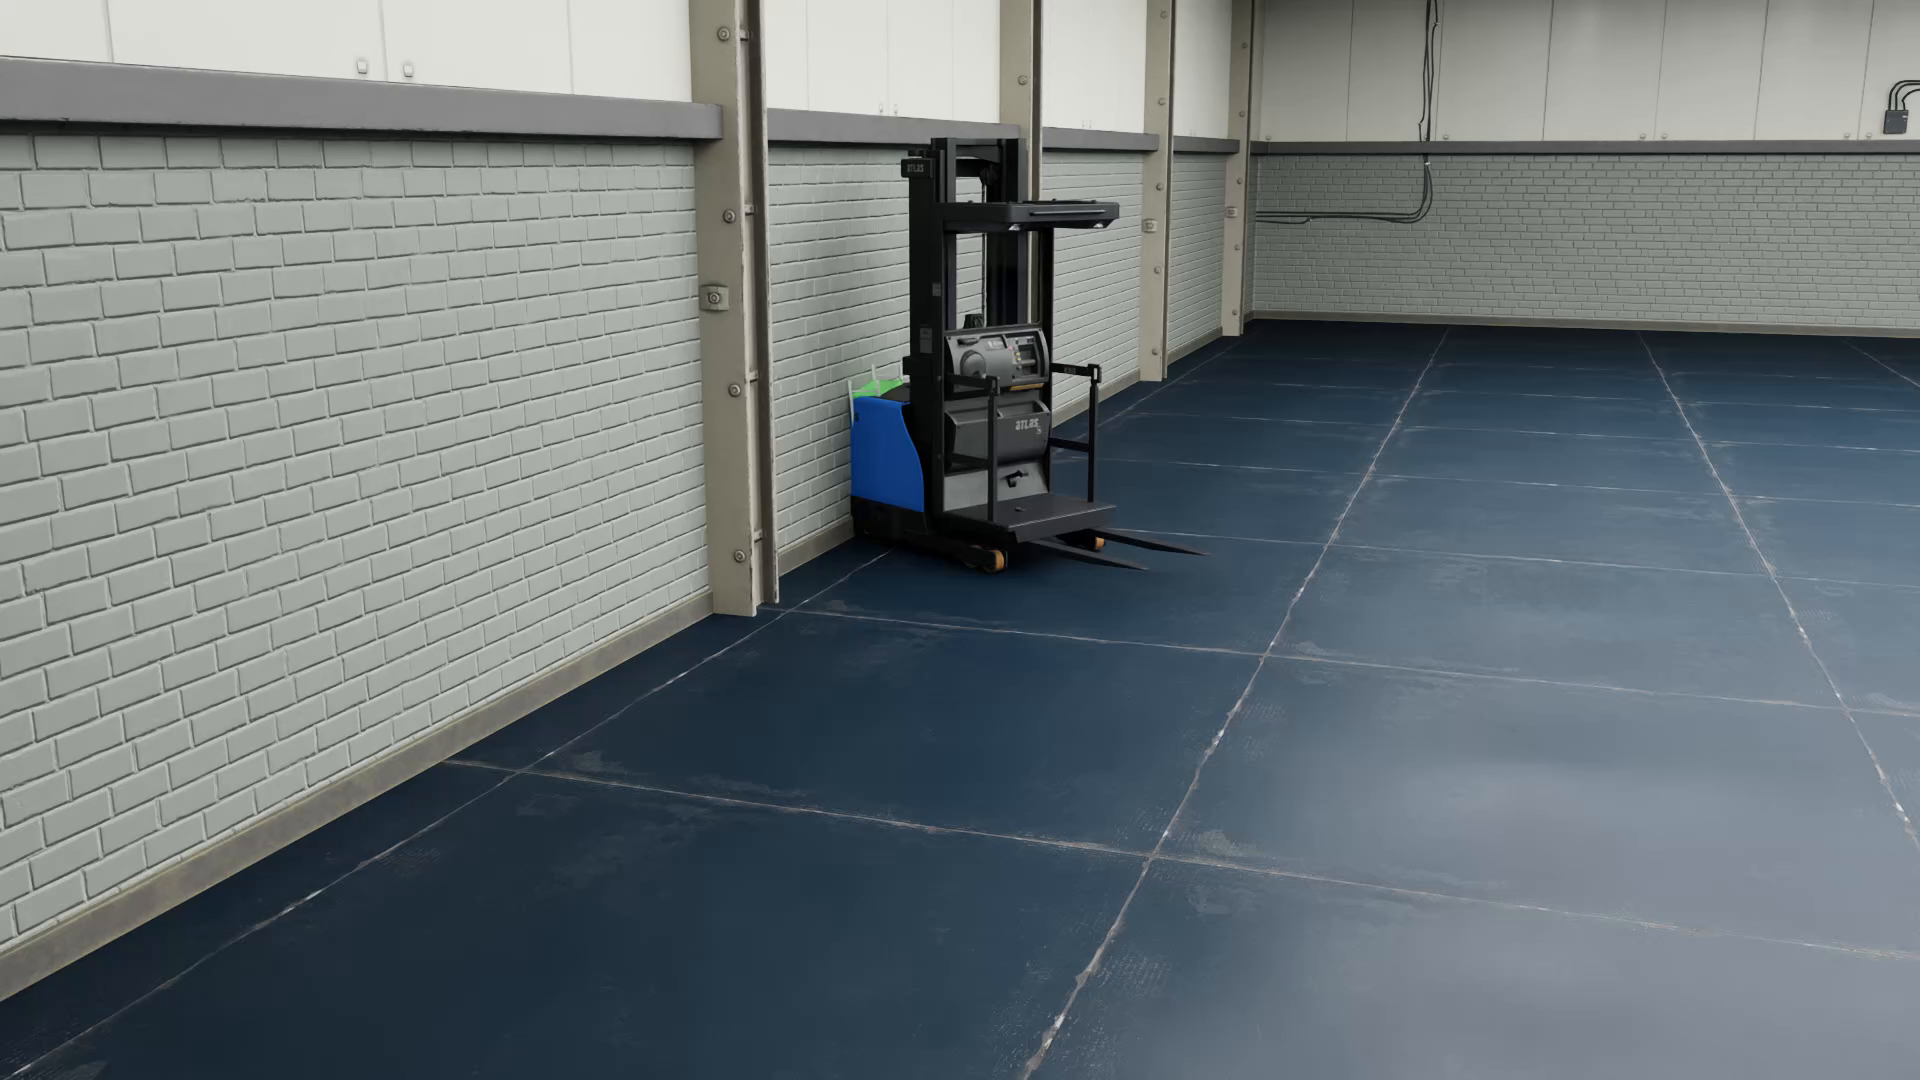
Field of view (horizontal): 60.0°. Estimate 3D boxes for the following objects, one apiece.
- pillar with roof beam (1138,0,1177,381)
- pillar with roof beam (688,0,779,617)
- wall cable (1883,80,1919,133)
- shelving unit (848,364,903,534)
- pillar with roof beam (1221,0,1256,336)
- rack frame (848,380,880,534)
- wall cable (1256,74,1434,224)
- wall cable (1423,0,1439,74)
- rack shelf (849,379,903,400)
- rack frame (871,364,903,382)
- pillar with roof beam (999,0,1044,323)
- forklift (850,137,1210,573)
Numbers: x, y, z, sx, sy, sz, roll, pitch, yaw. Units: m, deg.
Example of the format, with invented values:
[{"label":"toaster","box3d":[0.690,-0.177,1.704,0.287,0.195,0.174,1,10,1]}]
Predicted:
[{"label":"pillar with roof beam","box3d":[6.579,-6.178,19.331,9.100,9.000,0.400,4,14,18]},{"label":"pillar with roof beam","box3d":[2.697,-3.651,8.261,9.100,9.000,0.400,4,14,18]},{"label":"wall cable","box3d":[15.629,-9.247,25.137,2.305,6.003,0.169,4,14,18]},{"label":"shelving unit","box3d":[-0.593,-0.694,12.697,0.258,1.200,0.503,2,20,18]},{"label":"pillar with roof beam","box3d":[8.521,-7.441,24.866,9.100,9.000,0.400,4,14,18]},{"label":"rack frame","box3d":[-0.668,-0.614,12.479,0.240,1.200,0.015,2,20,18]},{"label":"wall cable","box3d":[6.652,-6.762,28.870,3.097,2.526,0.112,4,14,18]},{"label":"wall cable","box3d":[9.211,-9.030,27.455,3.097,2.526,0.112,4,14,18]},{"label":"rack shelf","box3d":[-0.627,-1.087,12.563,0.258,0.148,0.480,2,20,18]},{"label":"rack frame","box3d":[-0.518,-0.775,12.914,0.240,1.200,0.015,2,20,18]},{"label":"pillar with roof beam","box3d":[4.638,-4.914,13.796,9.100,9.000,0.400,4,14,18]},{"label":"forklift","box3d":[0.414,-1.325,11.708,1.130,2.935,3.031,-11,17,-40]}]
